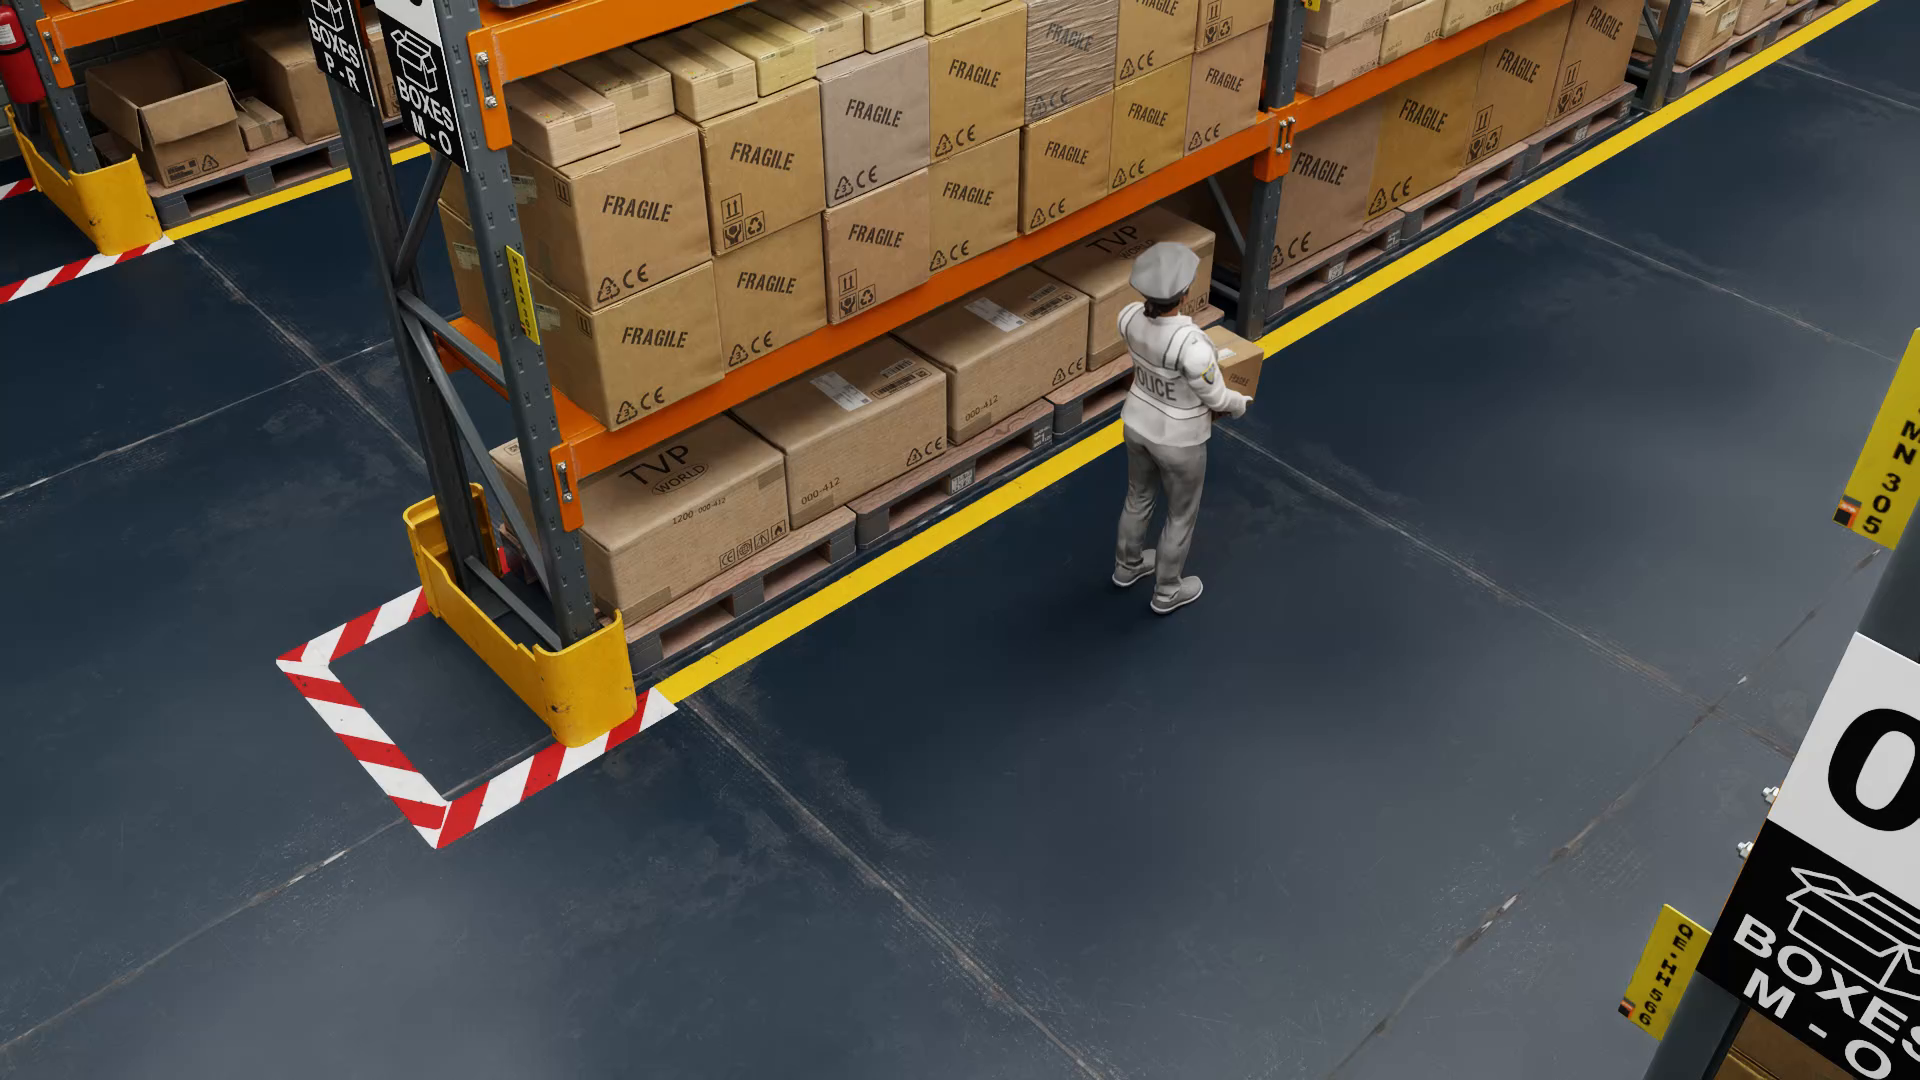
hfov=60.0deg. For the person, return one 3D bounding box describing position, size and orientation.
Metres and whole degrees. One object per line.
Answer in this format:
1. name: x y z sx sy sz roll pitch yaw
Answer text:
1. person: 0.887 -0.464 6.695 0.543 1.681 0.459 -29 48 -30
